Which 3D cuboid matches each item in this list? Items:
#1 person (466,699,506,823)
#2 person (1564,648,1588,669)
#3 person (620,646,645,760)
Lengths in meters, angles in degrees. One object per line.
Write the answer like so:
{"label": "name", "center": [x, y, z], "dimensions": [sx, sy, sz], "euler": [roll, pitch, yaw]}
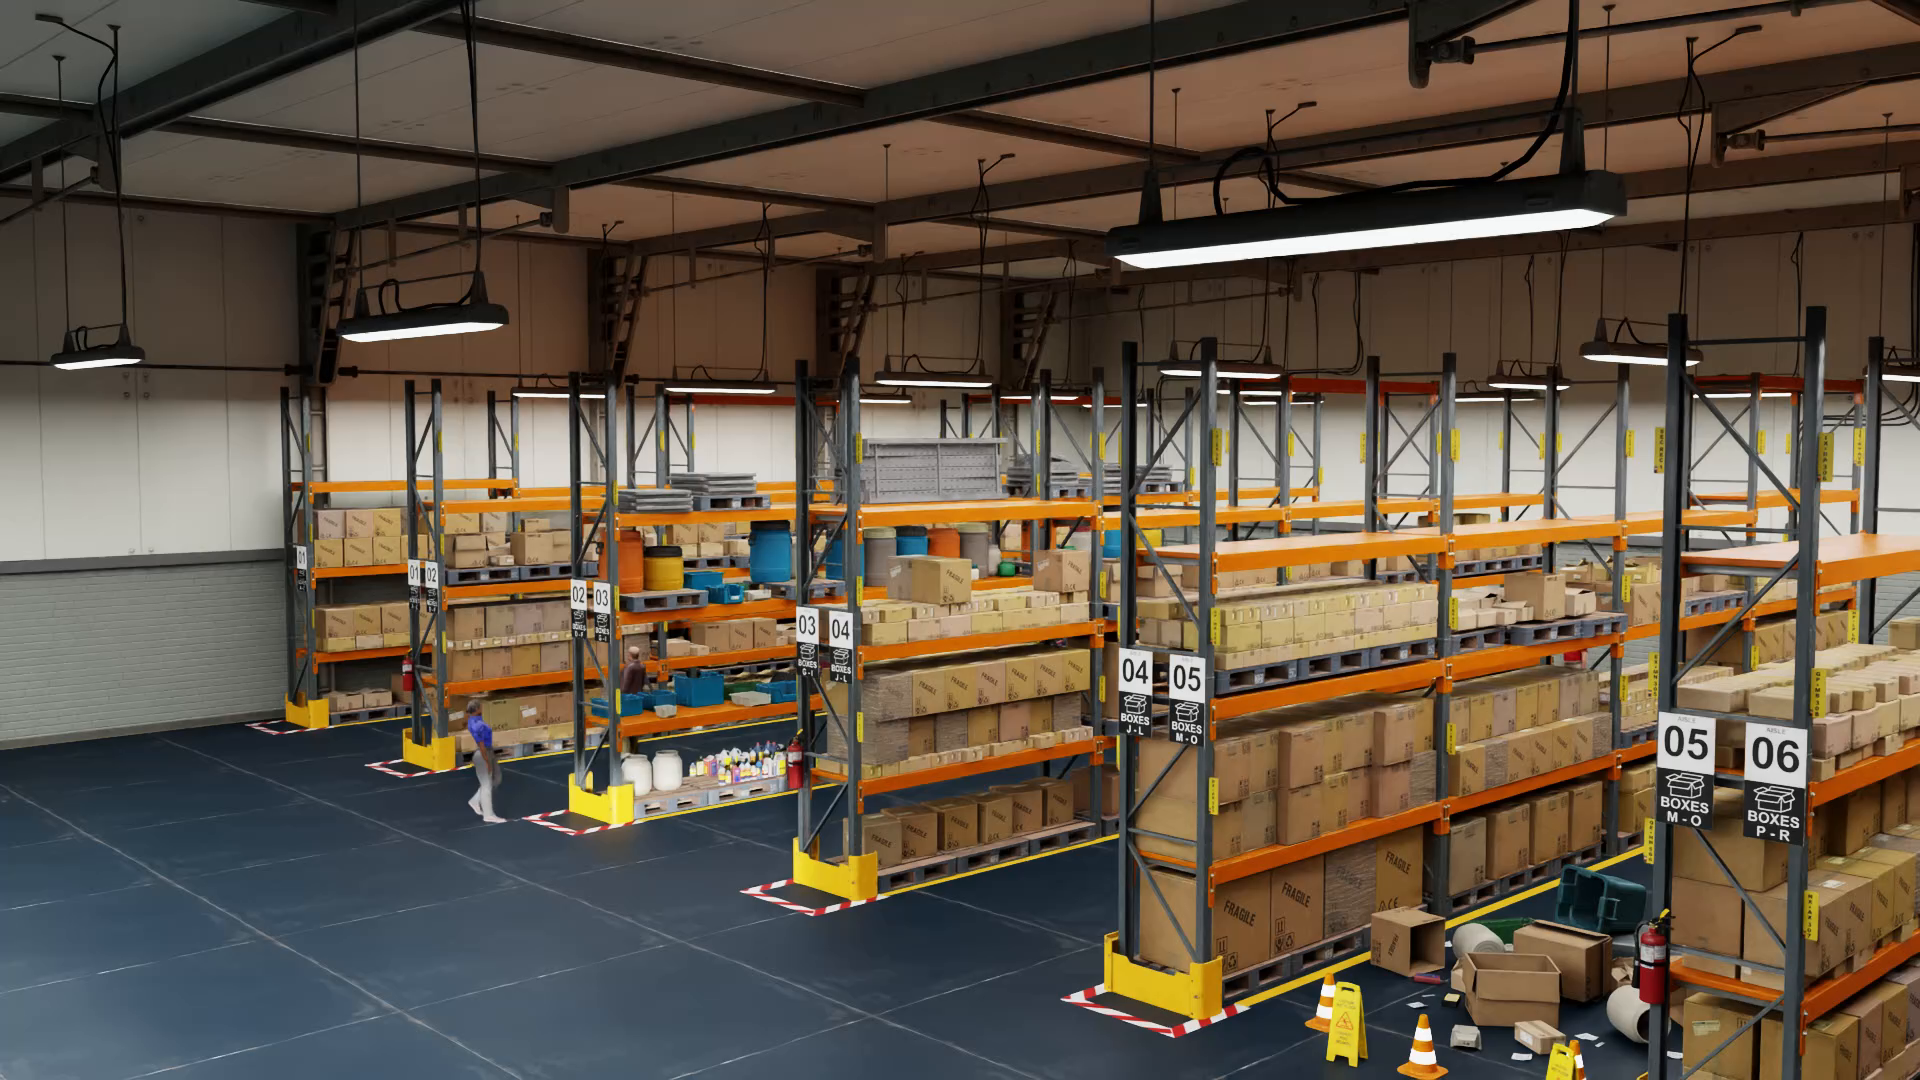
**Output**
{"label": "person", "center": [-6.345, 2.933, 22.246], "dimensions": [0.537, 1.655, 0.533], "euler": [0, 4, -7]}
{"label": "person", "center": [11.249, 2.363, 30.416], "dimensions": [0.428, 1.736, 0.582], "euler": [-2, 4, -26]}
{"label": "person", "center": [-5.283, 2.597, 26.418], "dimensions": [0.408, 1.823, 0.637], "euler": [2, 4, 23]}
